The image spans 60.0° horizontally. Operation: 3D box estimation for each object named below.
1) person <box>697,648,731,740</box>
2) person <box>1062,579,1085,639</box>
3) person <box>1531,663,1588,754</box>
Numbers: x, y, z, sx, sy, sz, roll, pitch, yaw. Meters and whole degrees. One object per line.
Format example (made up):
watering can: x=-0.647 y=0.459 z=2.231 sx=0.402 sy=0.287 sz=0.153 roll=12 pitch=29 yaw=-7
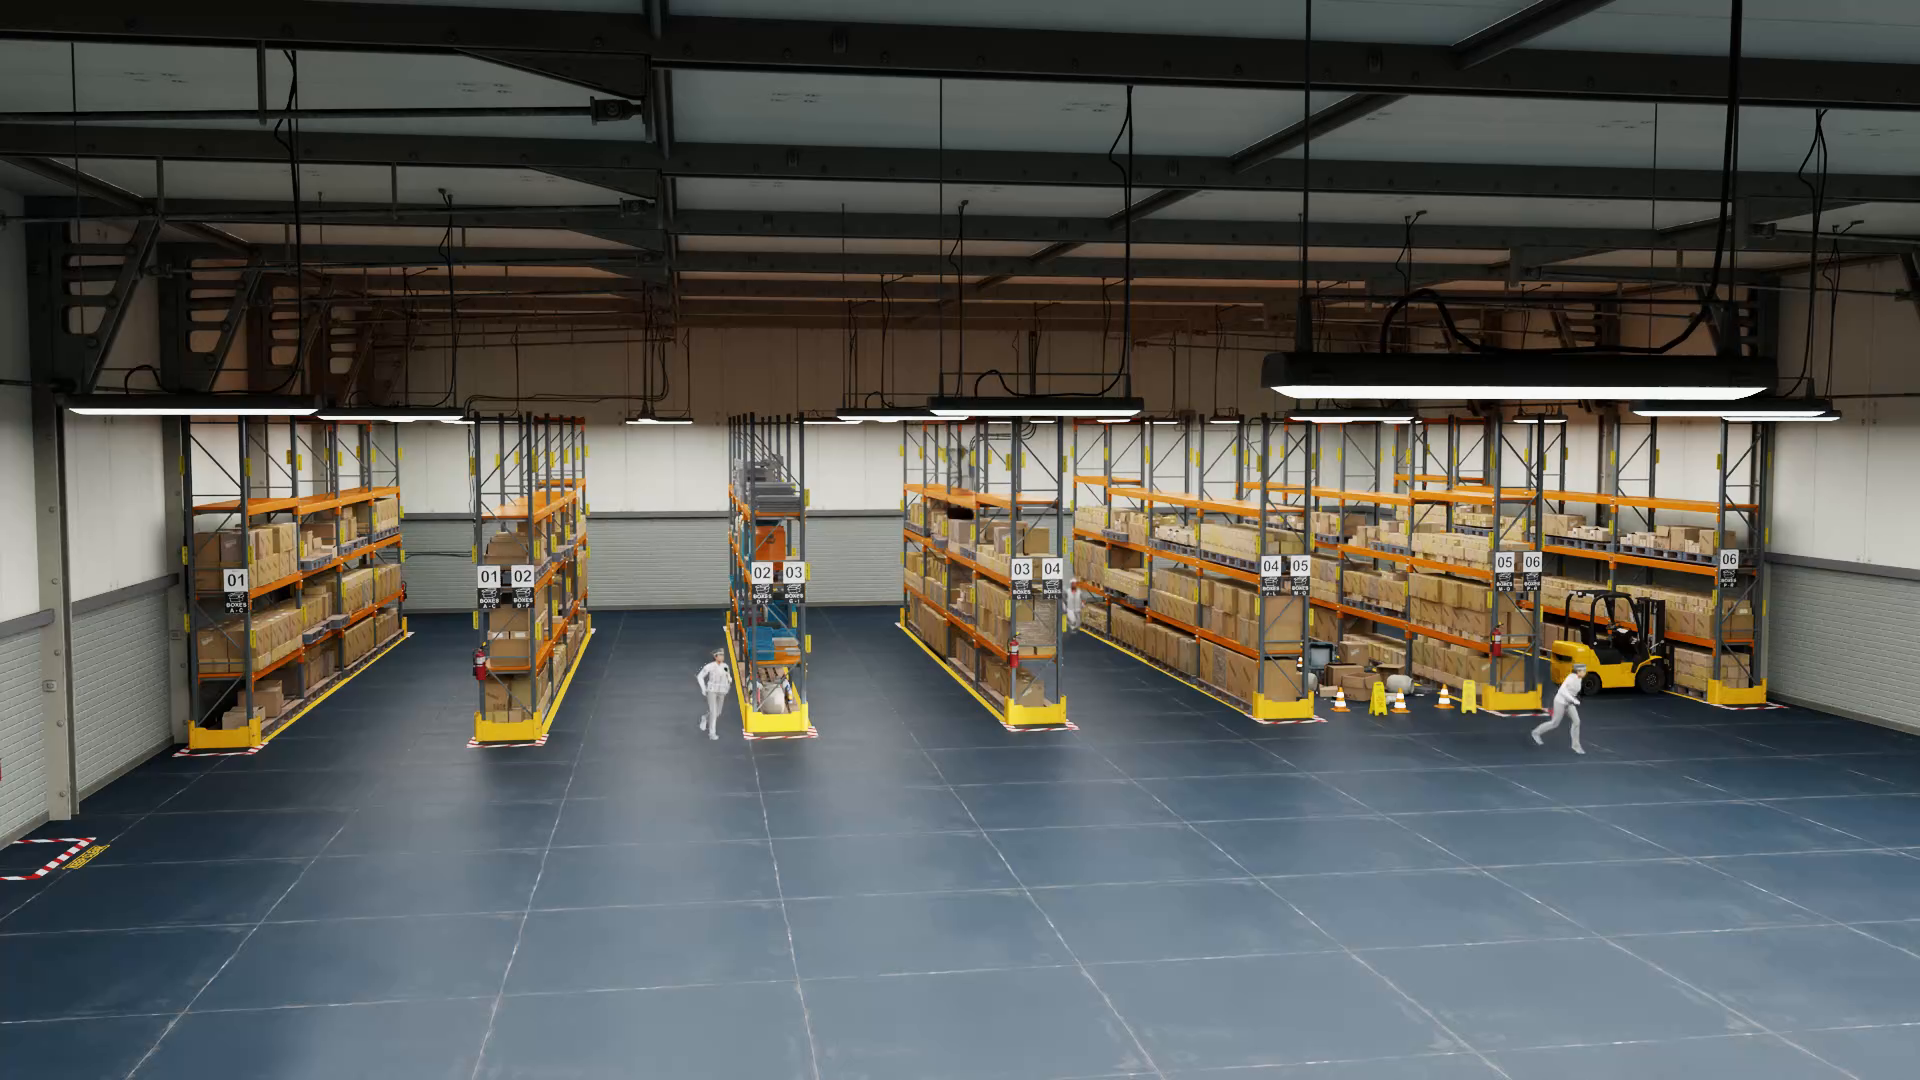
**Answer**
person: x=-4.506 y=2.810 z=30.678 sx=0.666 sy=1.642 sz=0.741 roll=-3 pitch=5 yaw=-35
person: x=2.960 y=1.814 z=43.533 sx=0.655 sy=1.621 sz=0.916 roll=-1 pitch=4 yaw=-8
person: x=10.610 y=2.947 z=29.430 sx=0.978 sy=1.628 sz=0.655 roll=3 pitch=5 yaw=36
